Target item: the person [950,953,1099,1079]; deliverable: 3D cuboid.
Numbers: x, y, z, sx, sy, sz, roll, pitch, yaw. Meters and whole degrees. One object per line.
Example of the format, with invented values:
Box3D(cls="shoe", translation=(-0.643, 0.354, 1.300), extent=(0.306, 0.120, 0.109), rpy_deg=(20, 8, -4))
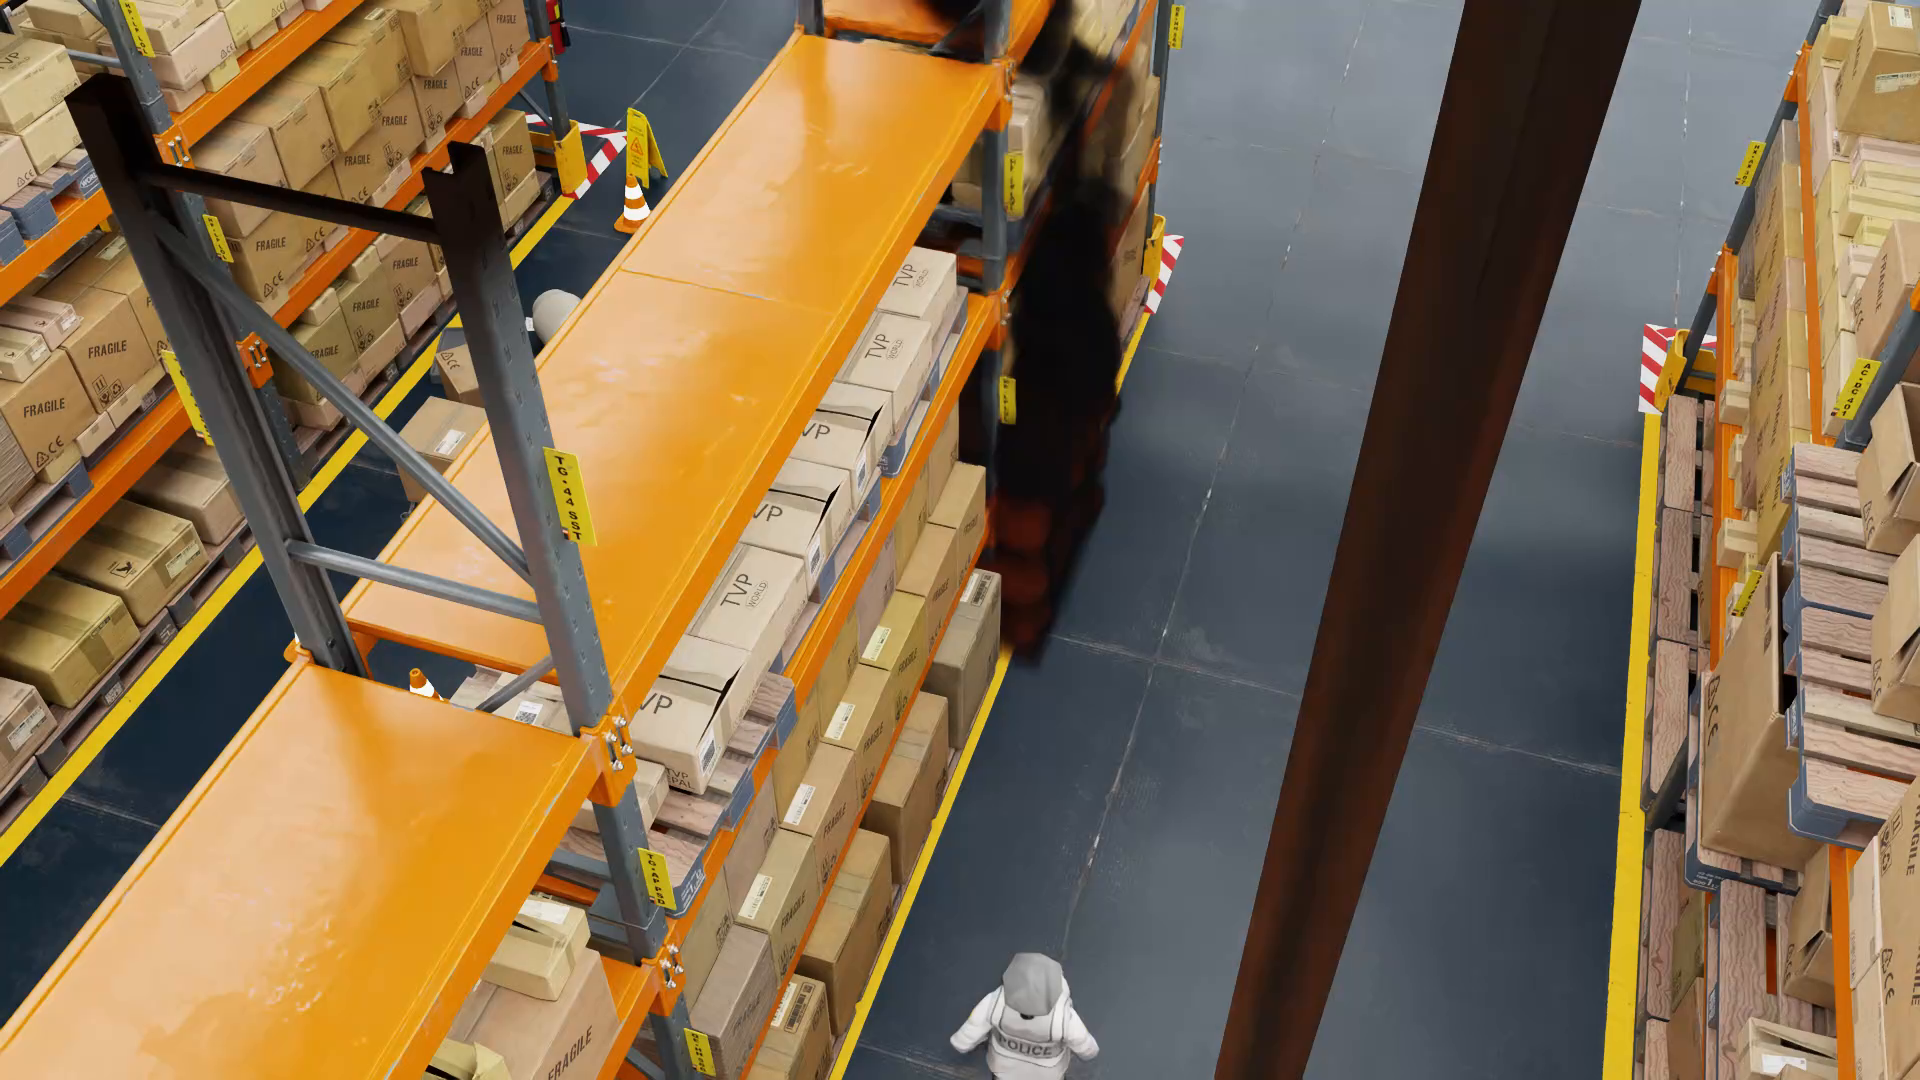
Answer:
Box3D(cls="person", translation=(0.296, 2.285, 7.332), extent=(0.619, 1.677, 0.640), rpy_deg=(12, 47, 11))
